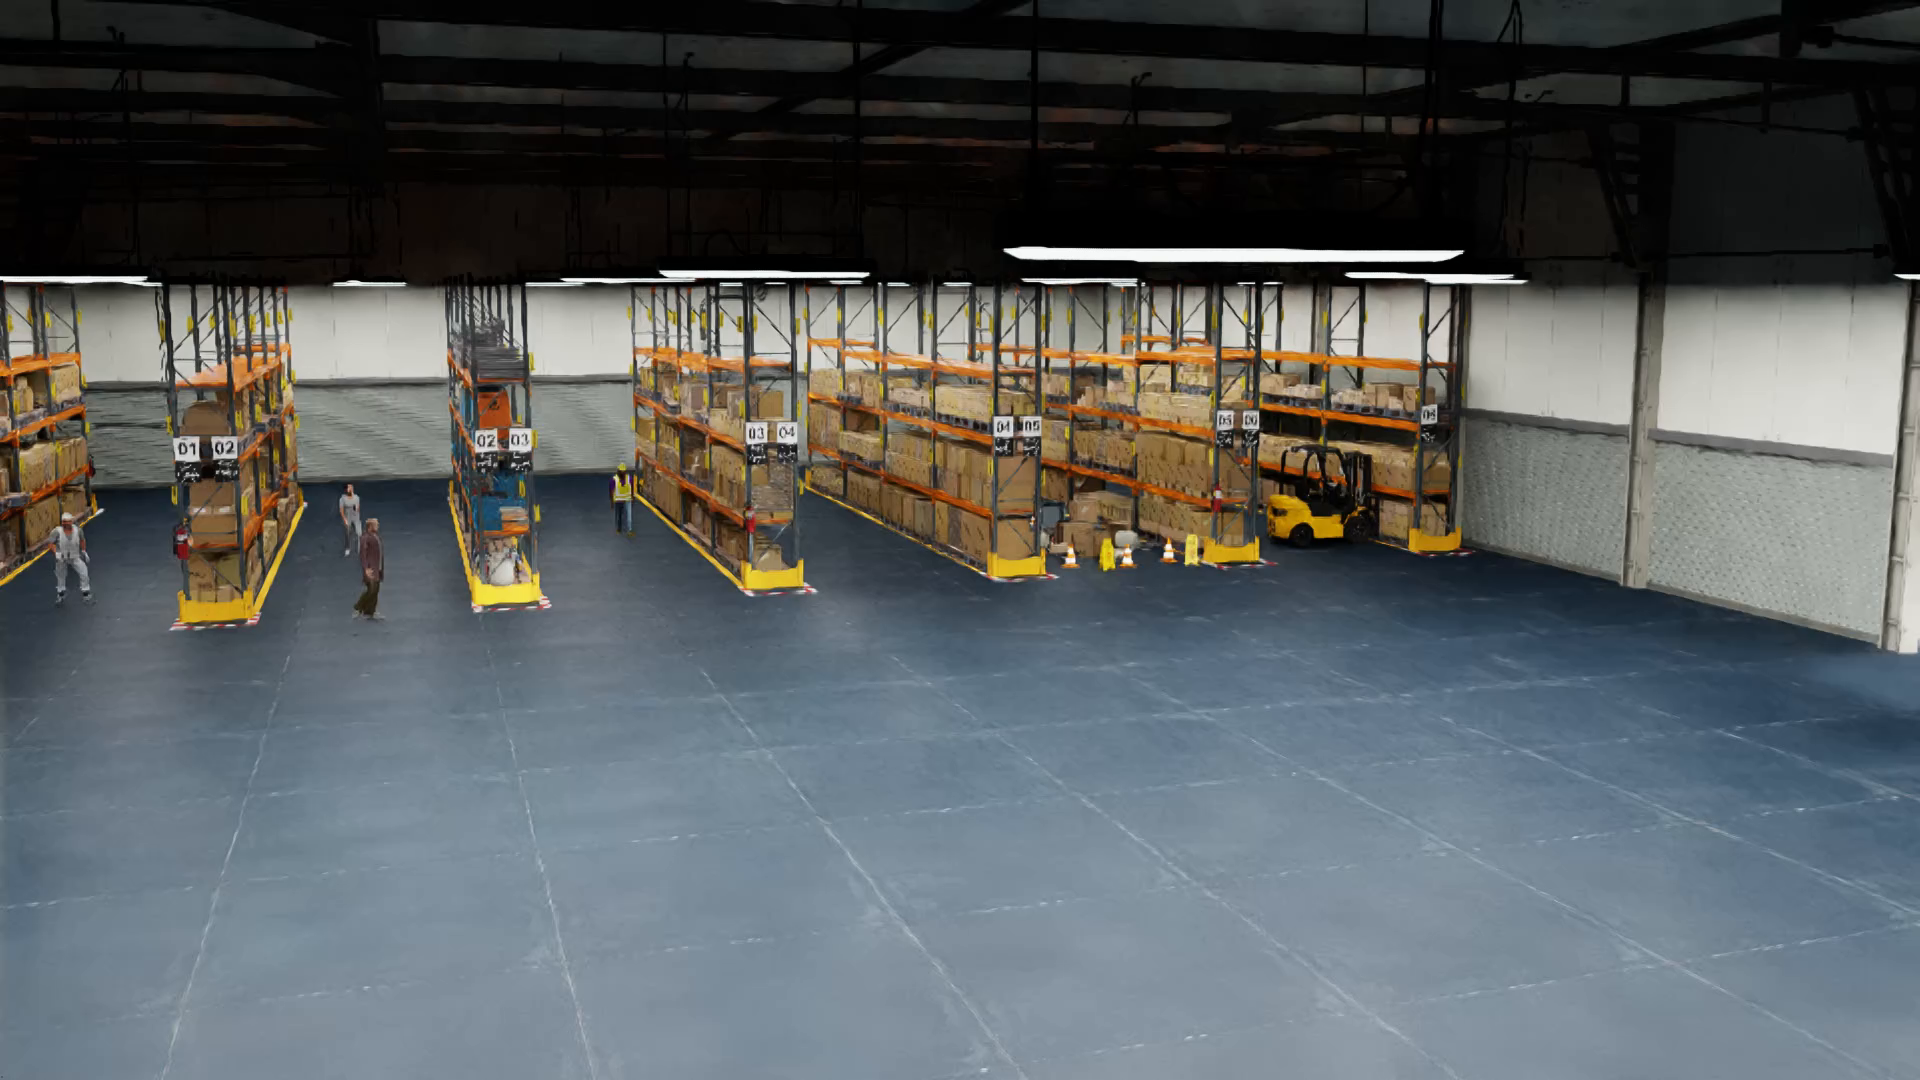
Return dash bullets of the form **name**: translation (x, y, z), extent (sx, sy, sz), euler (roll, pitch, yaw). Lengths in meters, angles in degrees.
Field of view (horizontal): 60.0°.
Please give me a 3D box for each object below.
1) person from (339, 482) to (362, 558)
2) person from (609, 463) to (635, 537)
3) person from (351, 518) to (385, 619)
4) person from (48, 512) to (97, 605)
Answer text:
- **person**: translation (-13.032, -0.438, 35.565), extent (0.444, 1.604, 1.018), euler (-4, 10, -27)
- **person**: translation (-7.853, -0.946, 38.661), extent (0.577, 1.691, 1.121), euler (-3, 9, -16)
- **person**: translation (-10.258, 0.500, 28.832), extent (0.531, 1.770, 0.759), euler (2, 9, 10)
- **person**: translation (-16.130, 0.333, 30.128), extent (0.688, 1.719, 0.822), euler (-6, 11, -35)
